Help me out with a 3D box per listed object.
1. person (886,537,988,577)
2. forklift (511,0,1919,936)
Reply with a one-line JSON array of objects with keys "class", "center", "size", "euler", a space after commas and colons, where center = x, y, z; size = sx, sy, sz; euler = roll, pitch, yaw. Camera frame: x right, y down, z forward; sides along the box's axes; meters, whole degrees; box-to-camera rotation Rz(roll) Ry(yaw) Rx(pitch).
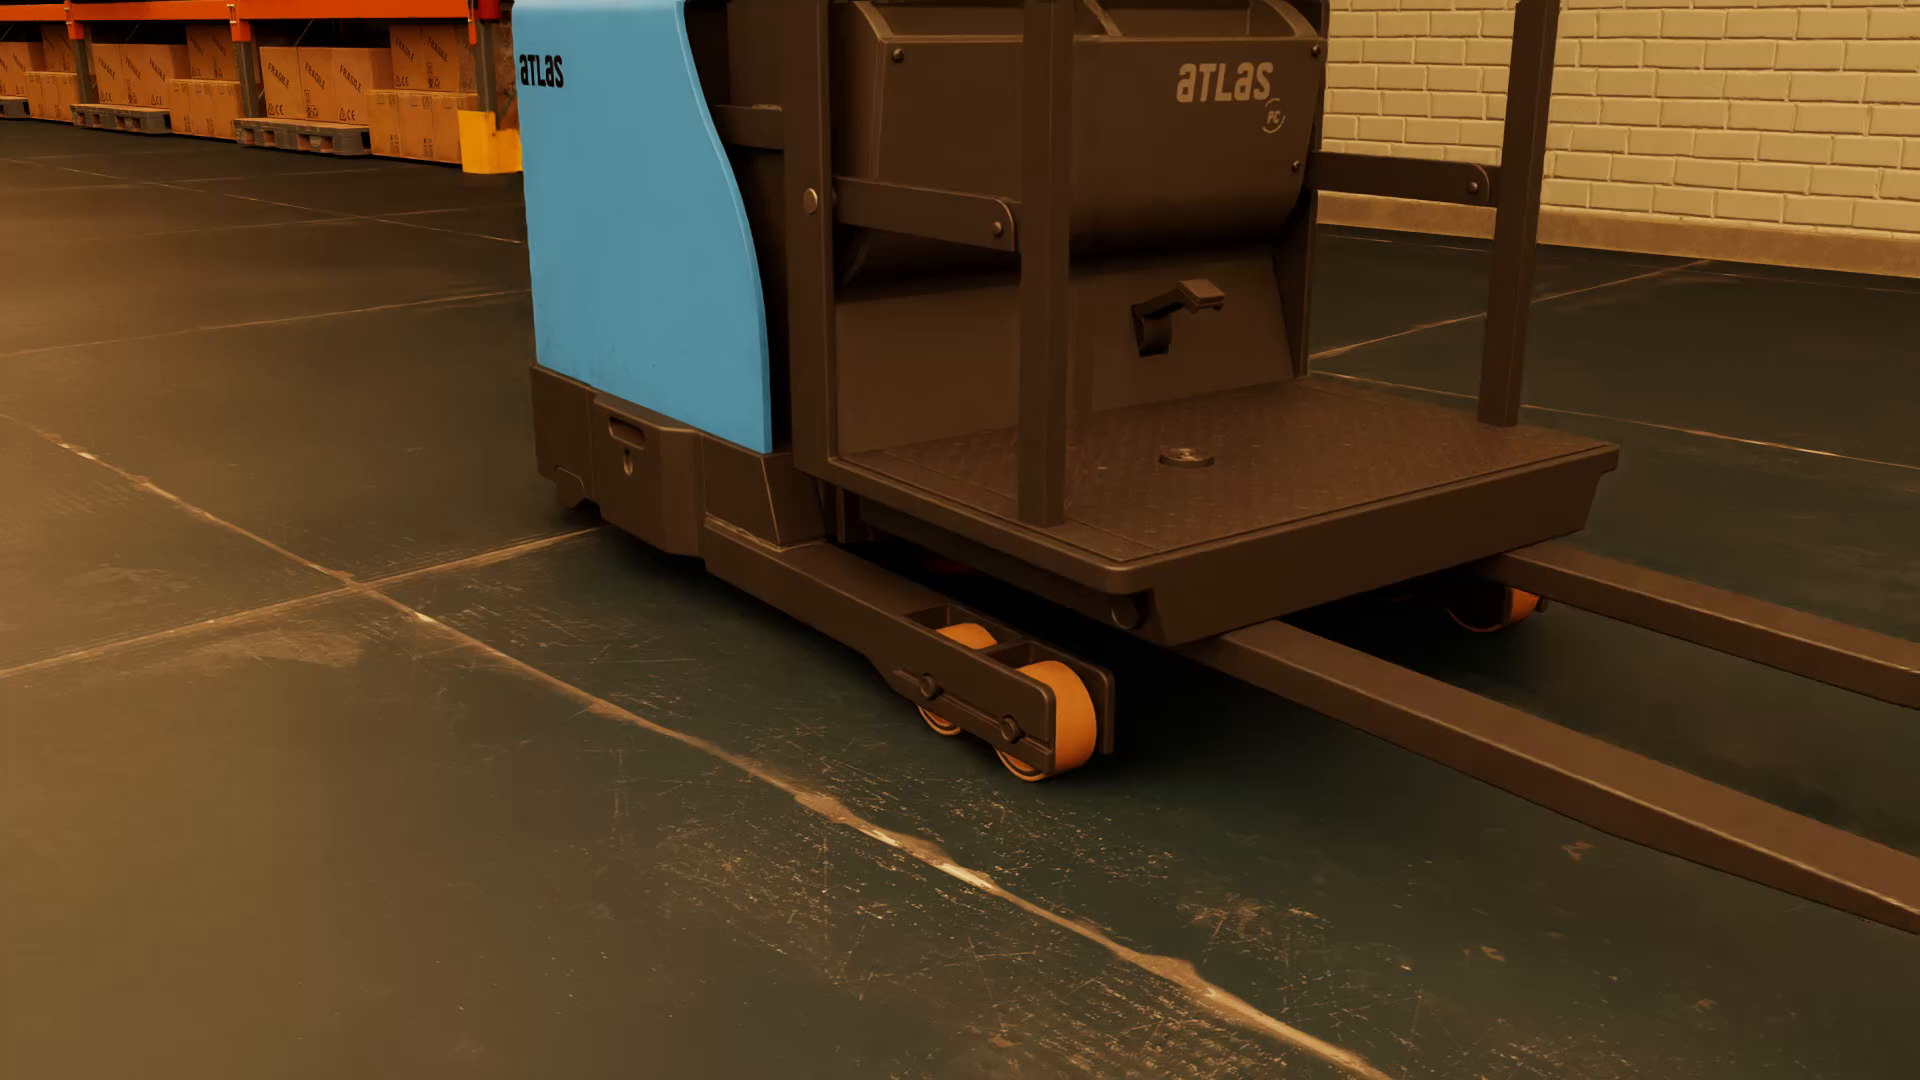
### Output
[{"class": "person", "center": [0.039, -0.813, 3.071], "size": [0.527, 1.634, 0.596], "euler": [16, 23, 42]}, {"class": "forklift", "center": [0.350, -1.228, 2.404], "size": [1.130, 2.935, 3.031], "euler": [-12, 21, -34]}]
